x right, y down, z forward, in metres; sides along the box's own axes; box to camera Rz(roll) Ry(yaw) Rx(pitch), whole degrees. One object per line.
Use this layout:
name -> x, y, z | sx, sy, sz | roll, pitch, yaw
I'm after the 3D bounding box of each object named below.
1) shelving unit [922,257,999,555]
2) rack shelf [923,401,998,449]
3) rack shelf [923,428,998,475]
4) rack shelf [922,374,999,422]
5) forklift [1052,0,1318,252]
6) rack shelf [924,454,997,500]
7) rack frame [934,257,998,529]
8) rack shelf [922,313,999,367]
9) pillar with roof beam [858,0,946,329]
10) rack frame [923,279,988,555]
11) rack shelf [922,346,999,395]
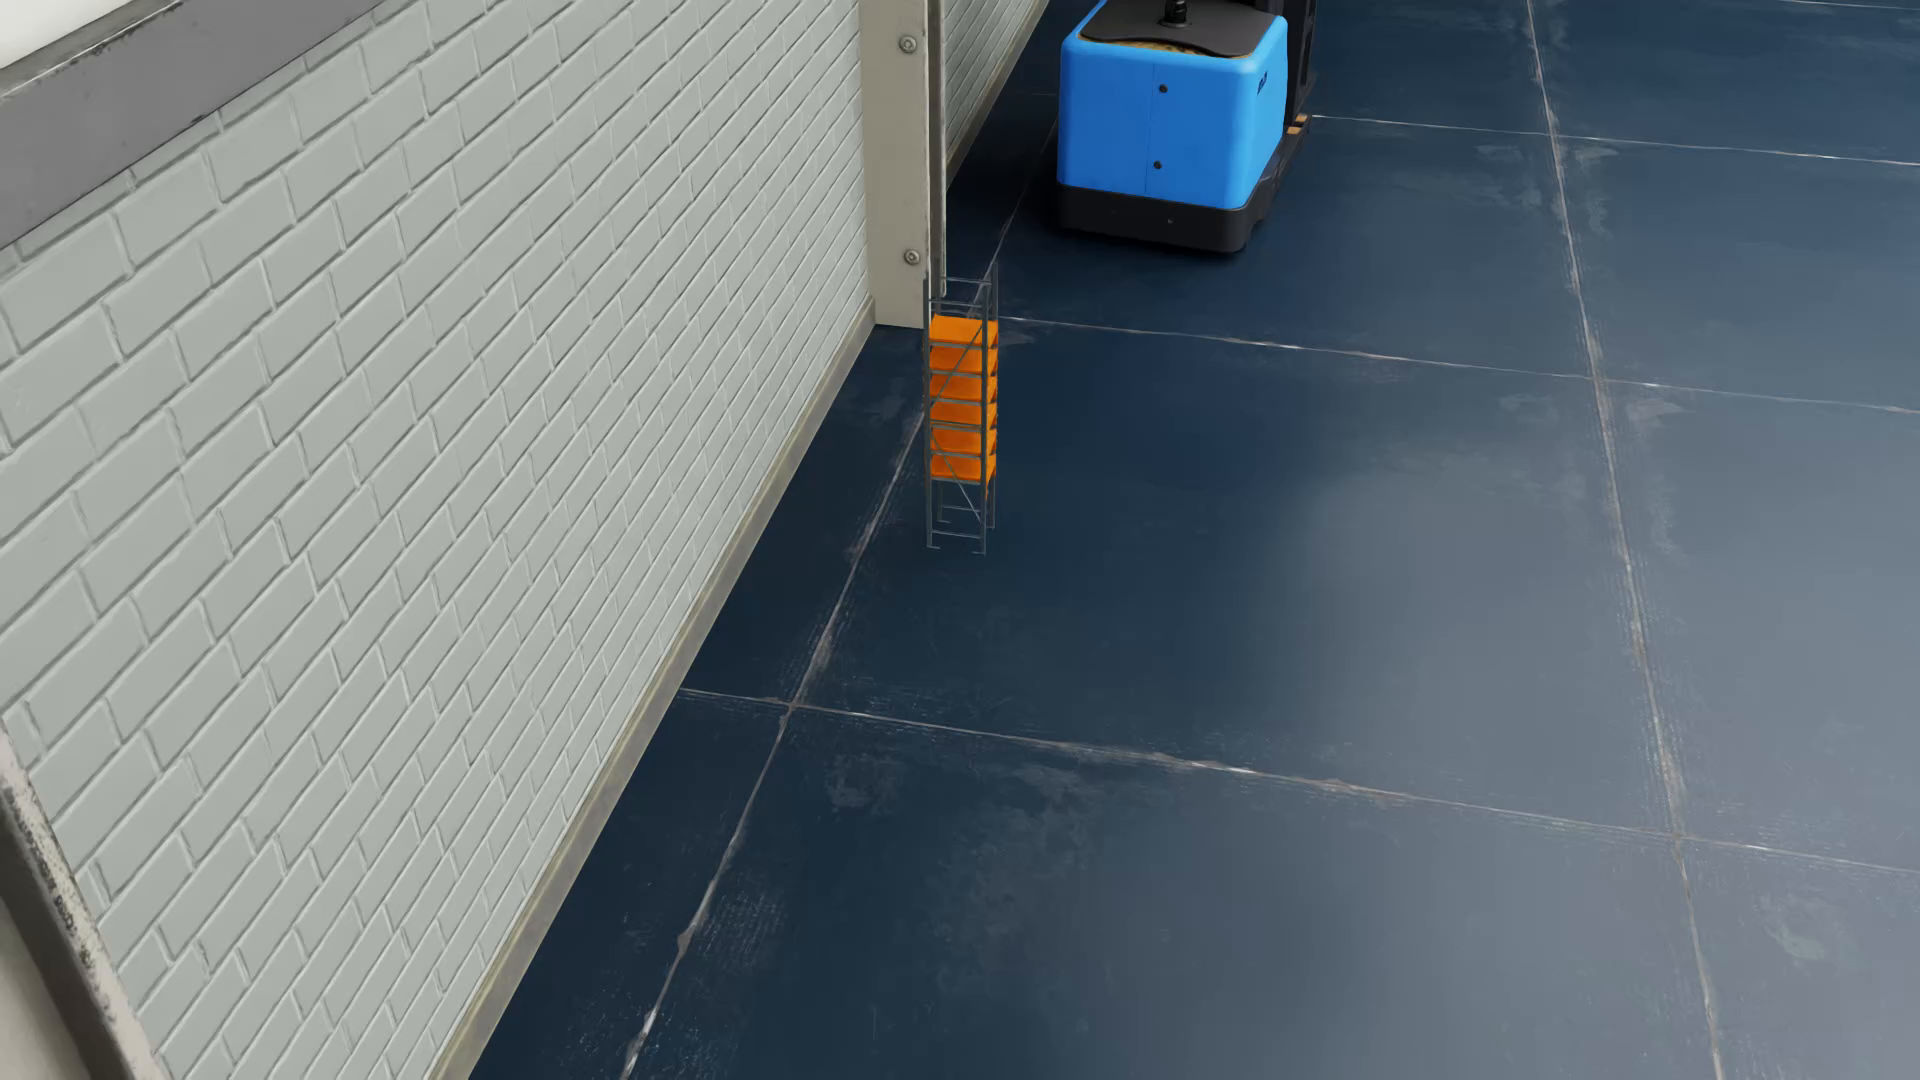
shelving unit -> 0.003, -0.494, 6.409 | 0.258, 1.200, 0.189 | 7, 37, 10
rack shelf -> 0.003, -0.458, 6.435 | 0.258, 0.103, 0.180 | 7, 37, 10
rack shelf -> 0.003, -0.361, 6.506 | 0.258, 0.103, 0.180 | 7, 37, 10
rack shelf -> 0.003, -0.555, 6.365 | 0.258, 0.103, 0.180 | 7, 37, 10
forklift -> 1.485, -3.555, 9.157 | 1.130, 2.935, 3.031 | 12, 38, 16
rack shelf -> 0.003, -0.264, 6.576 | 0.258, 0.103, 0.180 | 7, 37, 10
rack frame -> 0.023, -0.547, 6.482 | 0.240, 1.200, 0.006 | 7, 37, 10
rack shelf -> 0.003, -0.750, 6.224 | 0.258, 0.103, 0.180 | 7, 37, 10
pillar with roof beam -> 3.944, -4.275, 4.980 | 9.100, 9.000, 0.400 | 7, 37, 10
rack frame -> -0.016, -0.442, 6.337 | 0.240, 1.200, 0.006 | 7, 37, 10
rack shelf -> 0.003, -0.652, 6.295 | 0.258, 0.103, 0.180 | 7, 37, 10
